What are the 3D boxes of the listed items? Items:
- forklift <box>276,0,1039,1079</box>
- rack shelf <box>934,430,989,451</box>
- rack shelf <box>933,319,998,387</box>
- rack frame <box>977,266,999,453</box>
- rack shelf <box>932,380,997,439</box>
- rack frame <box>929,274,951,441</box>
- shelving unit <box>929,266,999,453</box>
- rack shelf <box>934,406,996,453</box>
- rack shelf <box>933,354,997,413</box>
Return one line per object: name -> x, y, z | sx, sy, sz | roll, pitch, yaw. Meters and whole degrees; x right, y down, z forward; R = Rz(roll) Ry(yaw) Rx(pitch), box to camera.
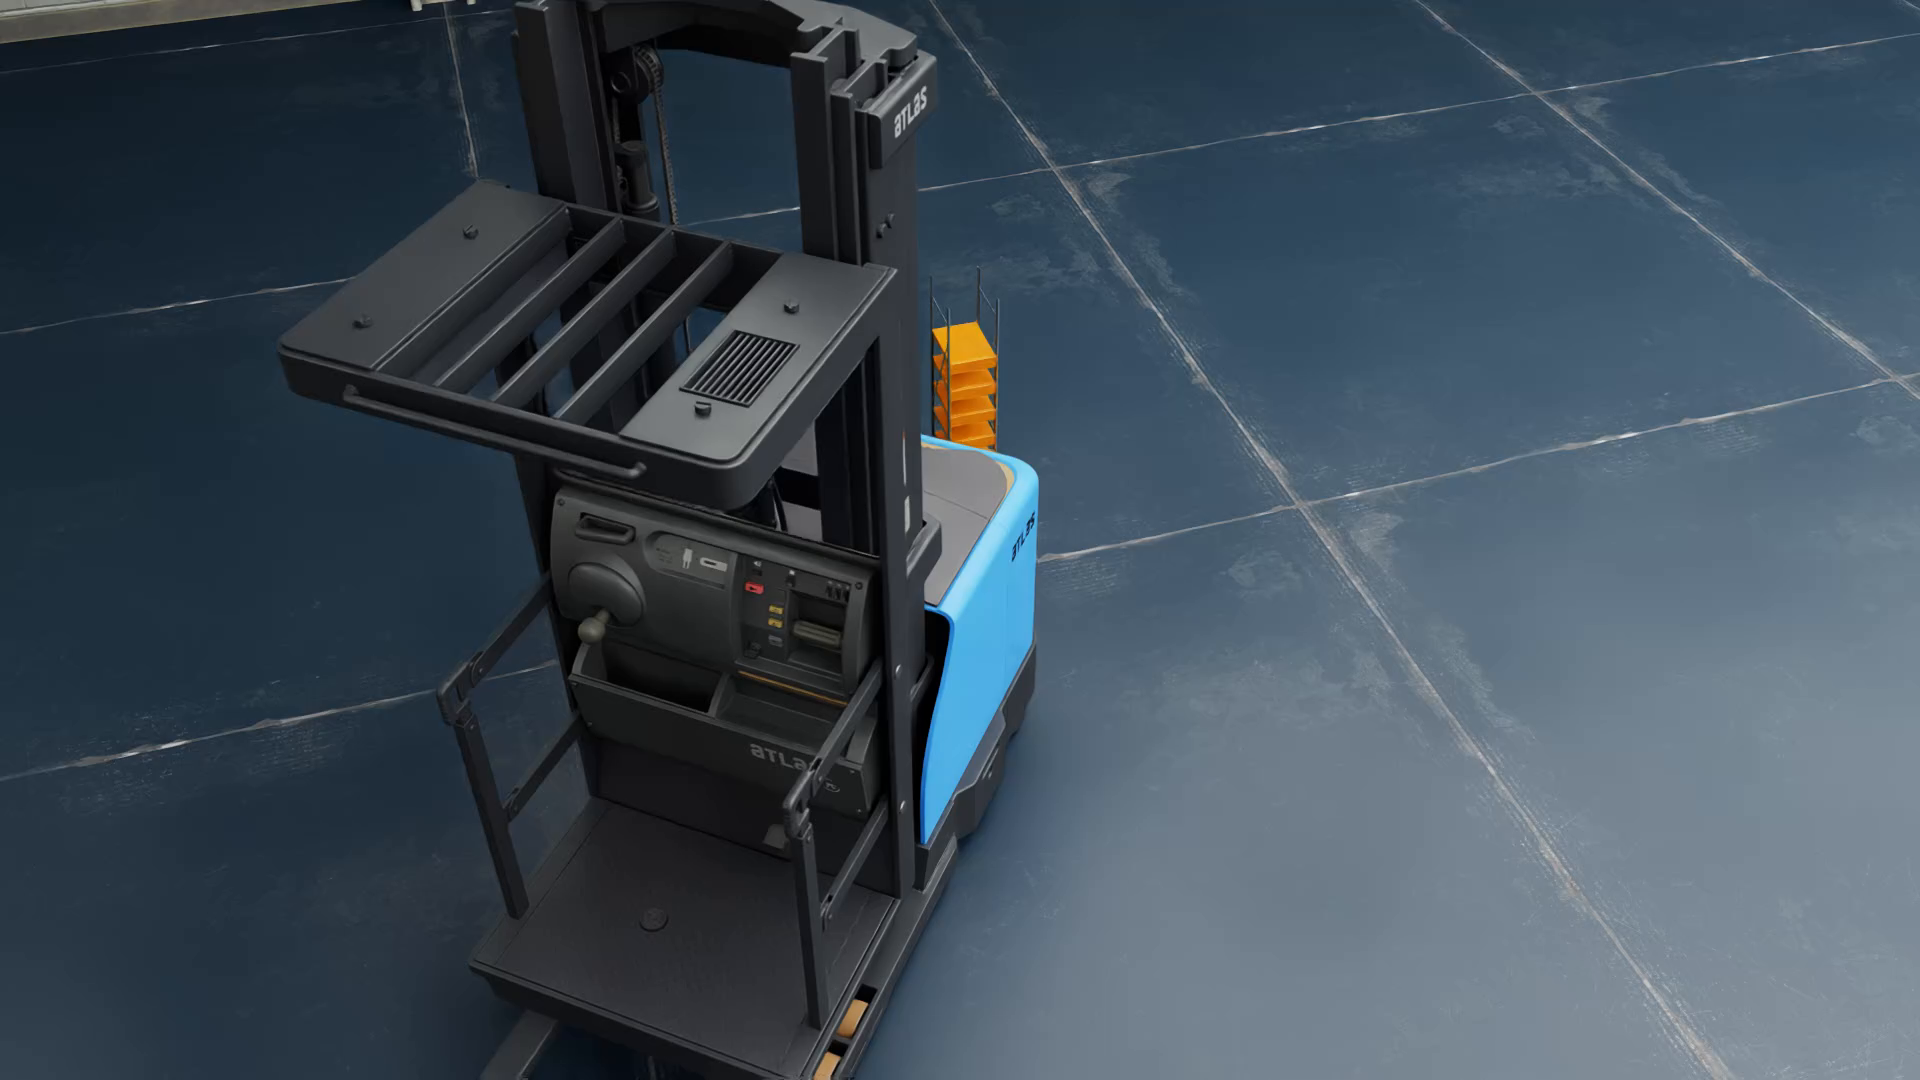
forklift -> -0.752, 0.231, 4.258 | 1.130, 2.935, 3.031 | 15, 43, 16
rack shelf -> 0.014, -0.331, 6.467 | 0.180, 0.103, 0.258 | -12, 42, -13
rack shelf -> 0.014, -0.692, 6.151 | 0.180, 0.103, 0.258 | -12, 42, -13
rack frame -> 0.101, -0.473, 6.379 | 0.006, 1.200, 0.240 | -12, 42, -13
rack shelf -> 0.014, -0.512, 6.309 | 0.180, 0.103, 0.258 | -12, 42, -13
rack frame -> -0.073, -0.437, 6.338 | 0.006, 1.200, 0.240 | -12, 42, -13
shelving unit -> 0.014, -0.455, 6.359 | 0.189, 1.200, 0.258 | -12, 42, -13
rack shelf -> 0.014, -0.421, 6.388 | 0.180, 0.103, 0.258 | -12, 42, -13
rack shelf -> 0.014, -0.602, 6.230 | 0.180, 0.103, 0.258 | -12, 42, -13
